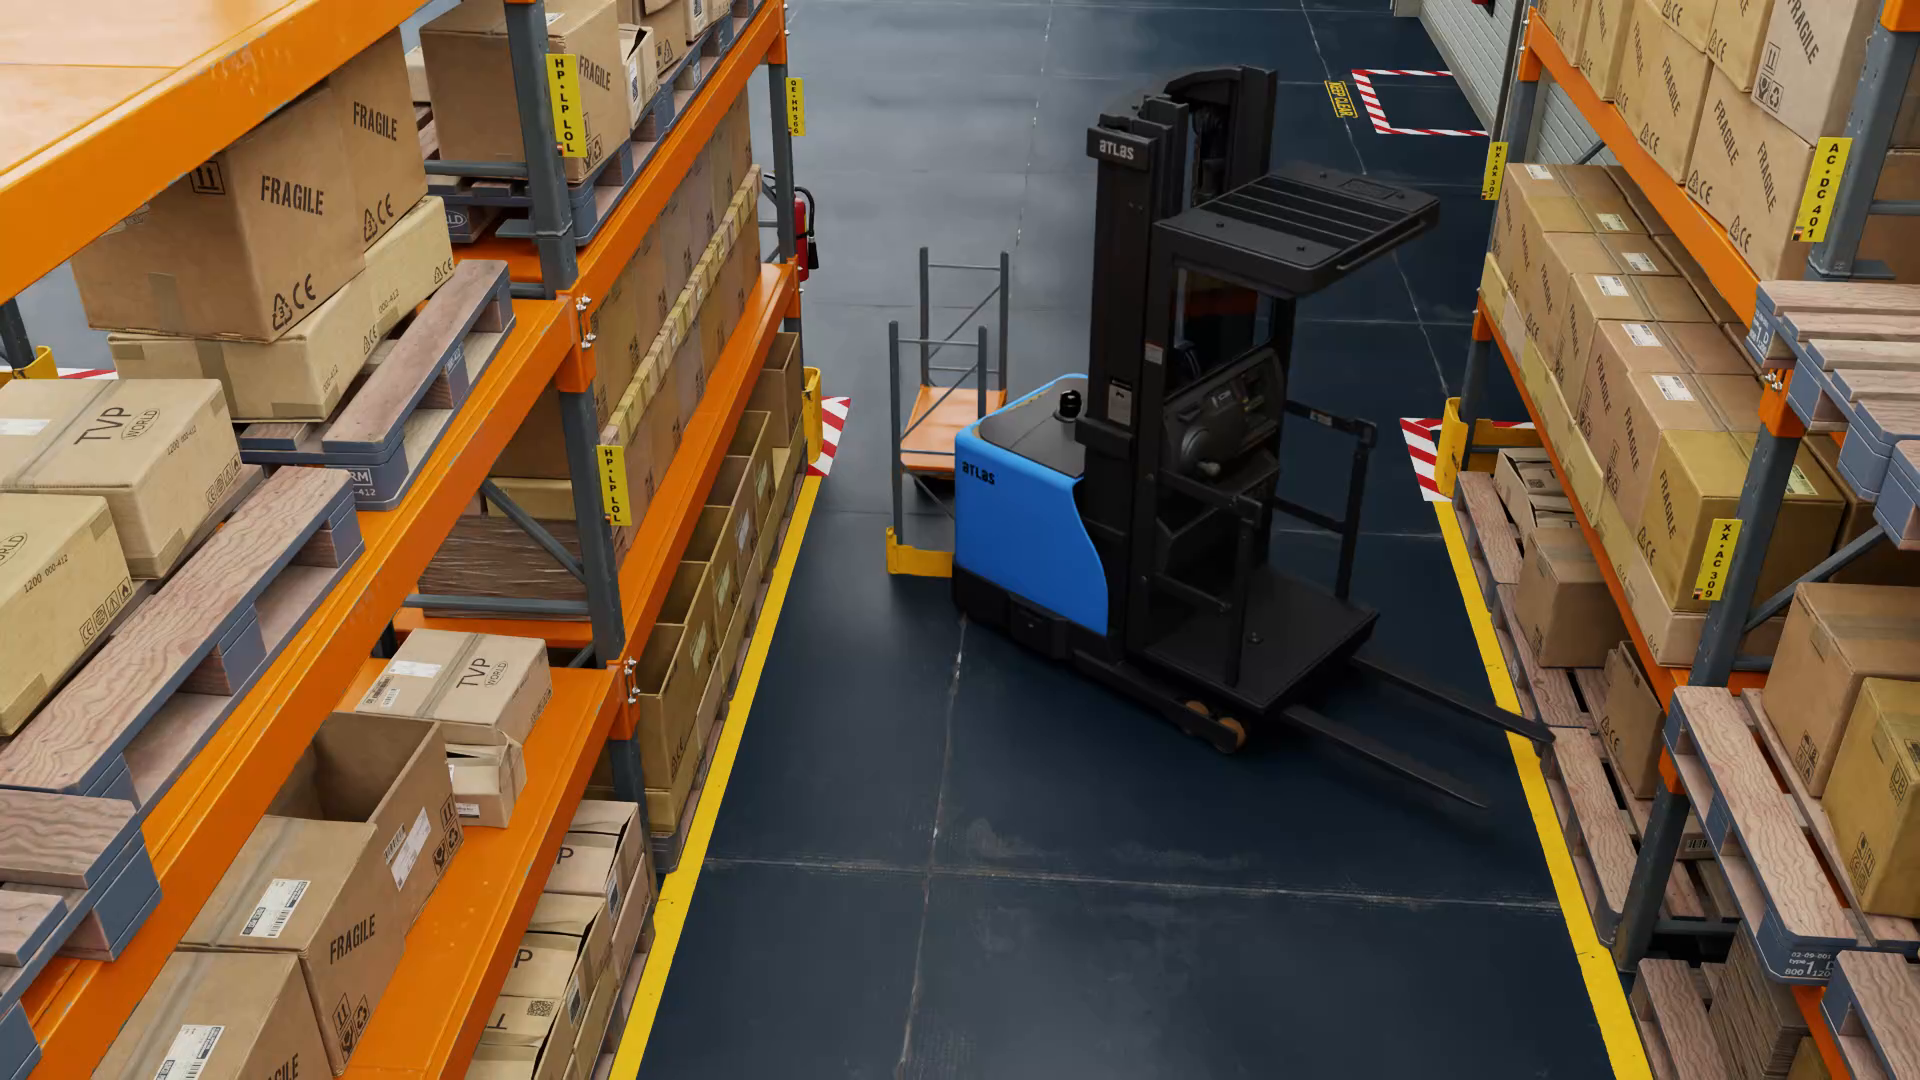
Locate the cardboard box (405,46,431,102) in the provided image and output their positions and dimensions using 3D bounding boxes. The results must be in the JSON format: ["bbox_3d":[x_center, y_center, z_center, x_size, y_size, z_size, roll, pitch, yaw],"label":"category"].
[{"bbox_3d":[-1.957,-1.803,6.443,0.380,0.149,0.250,2,32,4],"label":"cardboard box"}]

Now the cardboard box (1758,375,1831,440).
[{"bbox_3d":[3.447,-0.313,6.589,0.500,0.500,0.500,2,32,4],"label":"cardboard box"}]

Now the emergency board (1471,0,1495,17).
[{"bbox_3d":[5.013,-5.659,15.854,0.194,1.169,0.643,2,32,4],"label":"emergency board"}]

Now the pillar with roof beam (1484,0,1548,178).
[{"bbox_3d":[0.483,-7.106,12.484,9.100,9.000,0.400,2,32,4],"label":"pillar with roof beam"}]

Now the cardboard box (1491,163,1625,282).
[{"bbox_3d":[3.142,-1.661,8.776,0.500,0.500,0.500,2,32,4],"label":"cardboard box"}]

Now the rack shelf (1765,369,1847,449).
[{"bbox_3d":[2.992,0.533,3.633,1.077,0.370,4.000,2,32,4],"label":"rack shelf"}]

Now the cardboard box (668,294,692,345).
[{"bbox_3d":[-1.446,-1.013,7.602,0.380,0.149,0.250,2,32,4],"label":"cardboard box"}]

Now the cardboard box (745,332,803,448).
[{"bbox_3d":[-1.204,-0.878,9.602,0.500,0.500,0.500,2,32,4],"label":"cardboard box"}]

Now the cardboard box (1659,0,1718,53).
[{"bbox_3d":[2.991,-2.130,6.201,0.500,0.500,0.500,1,32,2],"label":"cardboard box"}]

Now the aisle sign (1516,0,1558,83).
[{"bbox_3d":[3.187,-2.791,8.722,0.394,0.787,0.004,2,32,4],"label":"aisle sign"}]

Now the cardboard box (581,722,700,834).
[{"bbox_3d":[-1.443,1.010,7.253,0.500,0.250,0.500,2,32,4],"label":"cardboard box"}]

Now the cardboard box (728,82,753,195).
[{"bbox_3d":[-1.512,-2.167,8.856,0.700,0.500,0.500,3,32,4],"label":"cardboard box"}]

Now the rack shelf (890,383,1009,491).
[{"bbox_3d":[-0.045,-0.569,9.367,0.538,0.185,1.000,4,32,7],"label":"rack shelf"}]

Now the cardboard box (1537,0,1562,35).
[{"bbox_3d":[3.204,-2.798,8.238,0.500,0.500,0.500,3,32,5],"label":"cardboard box"}]

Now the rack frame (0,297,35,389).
[{"bbox_3d":[-6.394,-2.057,10.009,1.000,3.000,0.127,2,32,4],"label":"rack frame"}]

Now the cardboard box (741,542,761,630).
[{"bbox_3d":[-1.317,0.226,8.525,0.500,0.250,0.500,2,32,4],"label":"cardboard box"}]

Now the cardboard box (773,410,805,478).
[{"bbox_3d":[-1.207,-0.559,9.799,0.500,0.250,0.500,2,32,4],"label":"cardboard box"}]

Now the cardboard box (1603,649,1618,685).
[{"bbox_3d":[3.305,0.648,7.917,0.380,0.149,0.250,0,32,0],"label":"cardboard box"}]

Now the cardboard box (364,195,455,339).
[{"bbox_3d":[-1.843,-0.822,4.889,0.500,0.250,0.500,6,32,9],"label":"cardboard box"}]

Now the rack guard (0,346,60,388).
[{"bbox_3d":[-6.353,-0.951,10.597,1.175,0.500,0.348,2,32,4],"label":"rack guard"}]

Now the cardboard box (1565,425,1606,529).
[{"bbox_3d":[2.965,-0.272,7.236,0.500,0.250,0.500,2,32,4],"label":"cardboard box"}]

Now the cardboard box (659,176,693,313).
[{"bbox_3d":[-1.631,-1.366,7.557,0.700,0.500,0.500,2,32,4],"label":"cardboard box"}]

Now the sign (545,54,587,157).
[{"bbox_3d":[-1.241,-1.365,5.234,0.100,0.325,0.005,2,32,4],"label":"sign"}]

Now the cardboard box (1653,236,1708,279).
[{"bbox_3d":[3.565,-1.109,7.880,0.500,0.500,0.500,2,32,3],"label":"cardboard box"}]

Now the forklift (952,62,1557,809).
[{"bbox_3d":[1.392,-0.551,7.631,3.031,2.935,1.130,25,40,35],"label":"forklift"}]

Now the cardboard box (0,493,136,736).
[{"bbox_3d":[-2.045,0.134,3.337,0.500,0.250,0.500,2,32,3],"label":"cardboard box"}]

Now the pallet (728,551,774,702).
[{"bbox_3d":[-1.580,0.381,8.710,1.003,0.211,1.213,2,32,4],"label":"pallet"}]

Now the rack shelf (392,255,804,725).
[{"bbox_3d":[-1.620,-0.492,8.155,1.077,0.370,4.000,2,32,4],"label":"rack shelf"}]

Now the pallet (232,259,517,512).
[{"bbox_3d":[-1.842,-0.486,4.783,0.805,0.209,1.217,1,32,2],"label":"pallet"}]

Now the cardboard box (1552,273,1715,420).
[{"bbox_3d":[3.013,-0.863,7.480,0.500,0.500,0.500,3,32,6],"label":"cardboard box"}]

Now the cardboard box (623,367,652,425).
[{"bbox_3d":[-1.509,-0.606,6.942,0.380,0.149,0.250,2,32,4],"label":"cardboard box"}]

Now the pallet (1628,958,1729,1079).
[{"bbox_3d":[3.093,2.052,6.000,1.003,0.211,1.213,2,32,4],"label":"pallet"}]

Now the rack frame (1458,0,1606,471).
[{"bbox_3d":[3.480,-1.634,9.323,1.000,3.000,0.127,2,32,4],"label":"rack frame"}]

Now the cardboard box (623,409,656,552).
[{"bbox_3d":[-1.717,-0.303,7.068,0.700,0.500,0.500,2,32,3],"label":"cardboard box"}]

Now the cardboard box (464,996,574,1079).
[{"bbox_3d":[-1.609,1.758,5.504,0.500,0.311,0.500,2,32,4],"label":"cardboard box"}]

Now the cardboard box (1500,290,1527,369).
[{"bbox_3d":[3.096,-1.065,8.523,0.500,0.250,0.500,2,32,2],"label":"cardboard box"}]

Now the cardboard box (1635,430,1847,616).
[{"bbox_3d":[2.885,-0.067,6.189,0.500,0.500,0.500,2,32,4],"label":"cardboard box"}]

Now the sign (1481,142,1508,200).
[{"bbox_3d":[2.939,-2.026,9.133,0.100,0.325,0.005,2,32,4],"label":"sign"}]

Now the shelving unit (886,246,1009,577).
[{"bbox_3d":[-0.046,-0.718,9.265,0.587,1.500,1.083,4,32,7],"label":"shelving unit"}]

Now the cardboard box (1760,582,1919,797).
[{"bbox_3d":[3.079,0.492,5.358,0.700,0.500,0.500,3,32,4],"label":"cardboard box"}]

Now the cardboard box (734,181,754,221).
[{"bbox_3d":[-1.318,-1.818,8.907,0.380,0.149,0.250,3,32,5],"label":"cardboard box"}]

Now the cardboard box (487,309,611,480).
[{"bbox_3d":[-1.753,-0.579,6.279,0.700,0.500,0.500,3,32,4],"label":"cardboard box"}]

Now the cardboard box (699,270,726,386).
[{"bbox_3d":[-1.592,-1.108,8.375,0.700,0.500,0.500,3,32,4],"label":"cardboard box"}]

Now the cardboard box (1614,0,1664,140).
[{"bbox_3d":[3.064,-1.966,6.888,0.500,0.500,0.500,4,32,7],"label":"cardboard box"}]

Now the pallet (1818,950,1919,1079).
[{"bbox_3d":[2.949,1.594,4.267,1.003,0.211,1.213,2,32,4],"label":"pallet"}]

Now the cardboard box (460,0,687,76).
[{"bbox_3d":[-1.523,-2.167,6.696,0.797,0.503,0.637,6,32,9],"label":"cardboard box"}]

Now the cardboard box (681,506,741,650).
[{"bbox_3d":[-1.352,0.168,7.904,0.500,0.500,0.500,2,32,4],"label":"cardboard box"}]

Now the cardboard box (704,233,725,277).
[{"bbox_3d":[-1.383,-1.415,8.254,0.380,0.149,0.250,3,32,6],"label":"cardboard box"}]

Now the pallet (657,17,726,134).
[{"bbox_3d":[-1.637,-2.075,7.263,1.003,0.211,1.213,2,32,4],"label":"pallet"}]

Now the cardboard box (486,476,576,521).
[{"bbox_3d":[-1.568,-0.203,6.287,0.380,0.149,0.250,2,32,4],"label":"cardboard box"}]

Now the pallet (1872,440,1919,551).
[{"bbox_3d":[2.917,0.121,3.794,1.213,0.211,1.003,2,32,4],"label":"pallet"}]

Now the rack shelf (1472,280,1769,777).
[{"bbox_3d":[3.317,-0.282,7.814,1.077,0.370,4.000,2,32,4],"label":"rack shelf"}]

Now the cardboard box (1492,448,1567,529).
[{"bbox_3d":[3.334,-0.319,9.332,0.500,0.311,0.500,-1,32,-2],"label":"cardboard box"}]

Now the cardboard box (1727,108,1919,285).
[{"bbox_3d":[2.949,-1.146,5.558,0.500,0.500,0.500,3,32,5],"label":"cardboard box"}]

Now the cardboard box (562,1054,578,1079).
[{"bbox_3d":[-1.612,2.001,5.645,0.500,0.250,0.500,3,32,5],"label":"cardboard box"}]

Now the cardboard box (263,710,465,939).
[{"bbox_3d":[-1.905,0.882,5.145,0.500,0.500,0.500,5,32,8],"label":"cardboard box"}]
